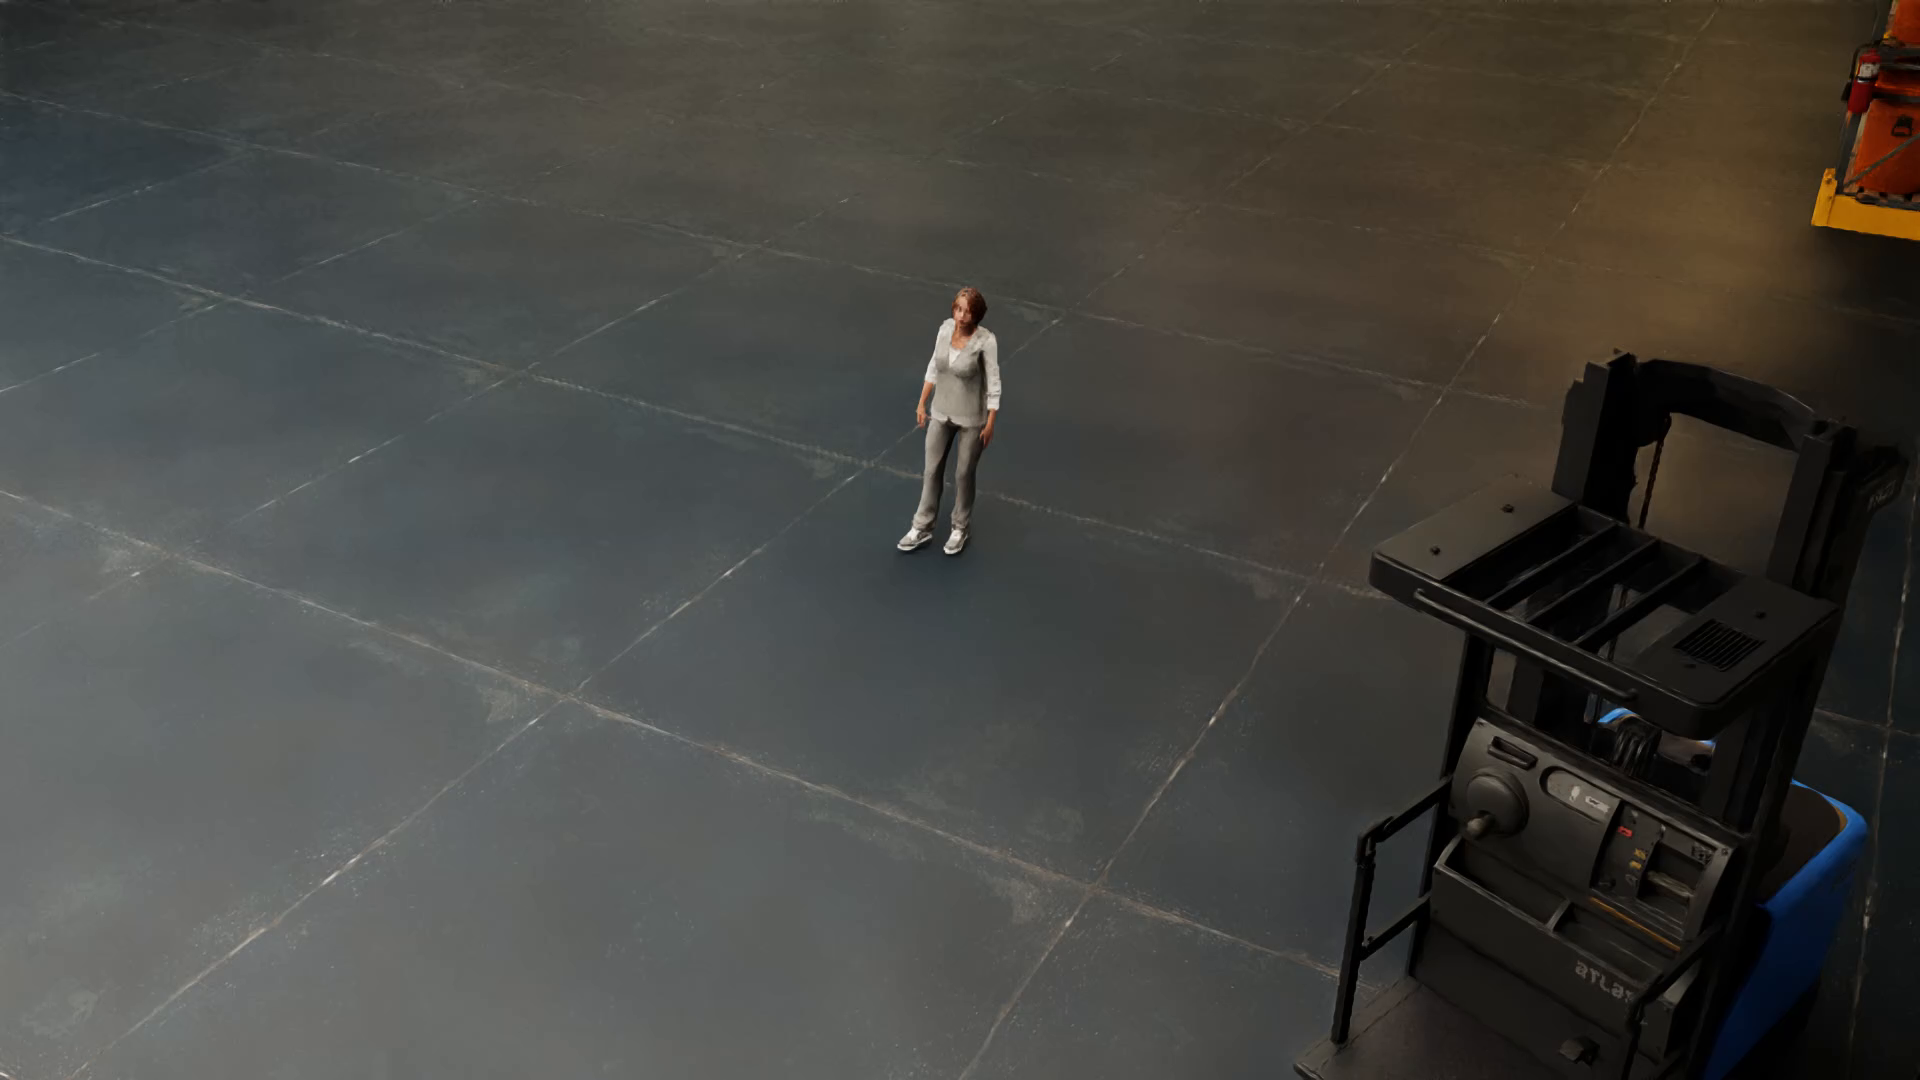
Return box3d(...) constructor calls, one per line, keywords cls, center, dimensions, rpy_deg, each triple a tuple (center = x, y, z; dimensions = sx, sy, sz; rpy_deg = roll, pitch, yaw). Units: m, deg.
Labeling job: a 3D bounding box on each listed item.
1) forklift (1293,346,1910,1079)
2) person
box3d(cls="forklift", center=(1.914, 0.974, 5.383), dimensions=(3.031, 2.935, 1.130), rpy_deg=(-24, 37, -35))
box3d(cls="person", center=(-0.048, -0.669, 9.550), dimensions=(0.521, 1.597, 0.474), rpy_deg=(15, 33, 25))
